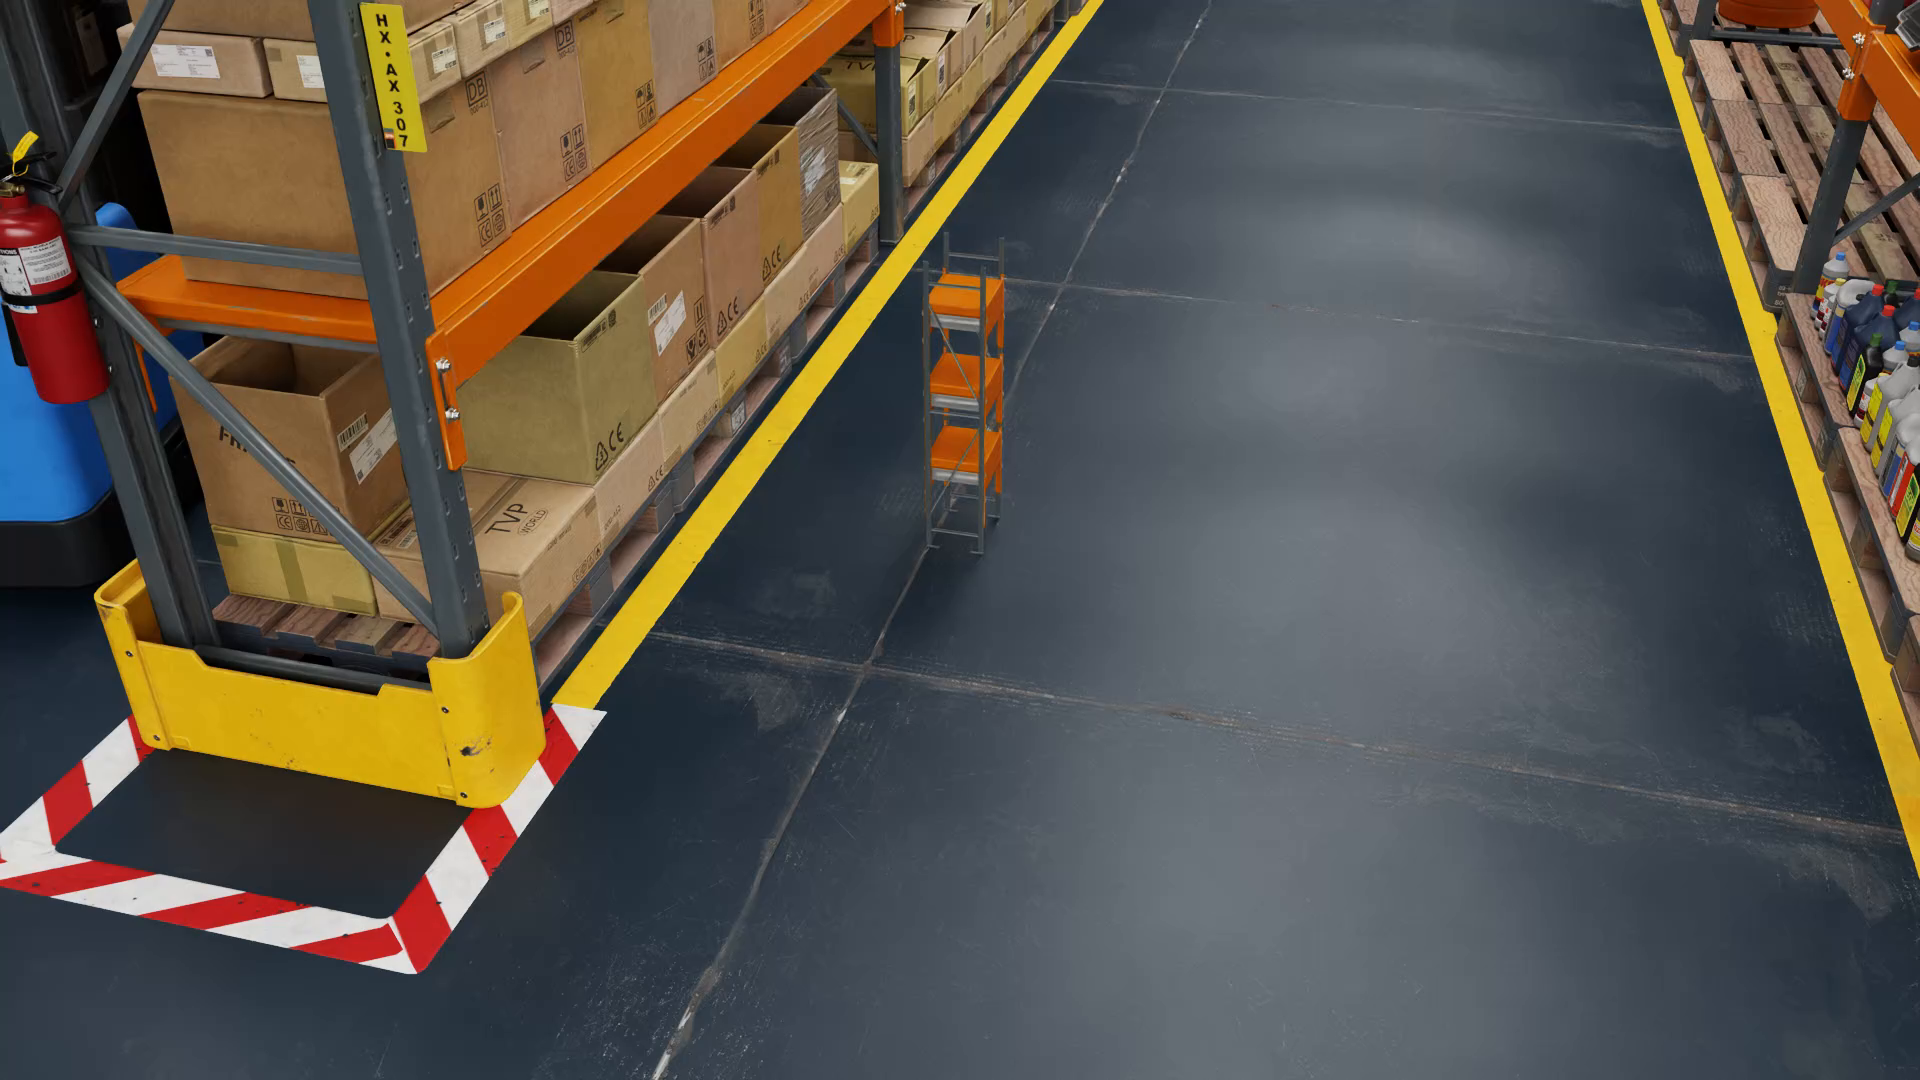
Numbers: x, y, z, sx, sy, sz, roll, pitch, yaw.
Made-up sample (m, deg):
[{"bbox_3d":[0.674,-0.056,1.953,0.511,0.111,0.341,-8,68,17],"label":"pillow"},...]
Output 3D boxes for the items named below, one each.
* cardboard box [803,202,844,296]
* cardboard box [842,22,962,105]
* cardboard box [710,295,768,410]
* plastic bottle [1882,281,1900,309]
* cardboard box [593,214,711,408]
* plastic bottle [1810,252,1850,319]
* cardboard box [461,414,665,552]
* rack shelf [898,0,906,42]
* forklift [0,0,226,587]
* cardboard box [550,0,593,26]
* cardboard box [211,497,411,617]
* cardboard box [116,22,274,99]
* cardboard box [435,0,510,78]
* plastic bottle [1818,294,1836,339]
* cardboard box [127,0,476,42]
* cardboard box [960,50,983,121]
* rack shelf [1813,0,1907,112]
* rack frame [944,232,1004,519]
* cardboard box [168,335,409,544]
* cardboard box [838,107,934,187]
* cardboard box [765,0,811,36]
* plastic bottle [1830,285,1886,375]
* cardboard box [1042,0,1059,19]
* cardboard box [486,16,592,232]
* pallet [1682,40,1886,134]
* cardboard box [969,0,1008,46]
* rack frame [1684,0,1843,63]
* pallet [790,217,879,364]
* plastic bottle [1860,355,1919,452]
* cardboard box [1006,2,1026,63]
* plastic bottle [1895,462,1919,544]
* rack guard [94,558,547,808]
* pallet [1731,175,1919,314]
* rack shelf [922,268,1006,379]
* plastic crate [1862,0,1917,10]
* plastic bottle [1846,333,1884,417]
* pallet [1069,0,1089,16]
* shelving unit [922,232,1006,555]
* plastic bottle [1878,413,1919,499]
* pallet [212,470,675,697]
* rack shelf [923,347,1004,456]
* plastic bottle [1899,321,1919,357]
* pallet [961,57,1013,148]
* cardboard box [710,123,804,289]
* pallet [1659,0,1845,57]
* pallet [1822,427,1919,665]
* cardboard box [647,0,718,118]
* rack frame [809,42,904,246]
[{"bbox_3d":[-0.814,-1.263,7.112,0.500,0.250,0.500,8,33,12],"label":"cardboard box"},{"bbox_3d":[-0.293,-2.468,8.484,0.500,0.311,0.500,8,33,12],"label":"cardboard box"},{"bbox_3d":[-1.053,-0.742,6.293,0.500,0.250,0.500,8,33,12],"label":"cardboard box"},{"bbox_3d":[3.562,-0.846,6.407,0.061,0.283,0.133,8,33,12],"label":"plastic bottle"},{"bbox_3d":[-1.196,-0.801,5.687,0.500,0.500,0.500,8,33,12],"label":"cardboard box"},{"bbox_3d":[3.514,-1.027,6.702,0.097,0.271,0.097,0,32,0],"label":"plastic bottle"},{"bbox_3d":[-1.312,-0.224,5.477,0.500,0.250,0.500,8,33,12],"label":"cardboard box"},{"bbox_3d":[-0.264,-3.509,9.144,1.077,0.370,4.000,8,33,12],"label":"rack shelf"},{"bbox_3d":[-3.267,-1.840,5.912,1.130,2.935,3.031,0,32,1],"label":"forklift"},{"bbox_3d":[-1.283,-1.586,4.752,0.380,0.149,0.250,8,33,12],"label":"cardboard box"},{"bbox_3d":[-1.936,-0.034,5.179,0.500,0.250,0.500,8,33,12],"label":"cardboard box"},{"bbox_3d":[-1.874,-1.239,4.205,0.380,0.149,0.250,7,33,12],"label":"cardboard box"},{"bbox_3d":[-1.414,-1.326,4.343,0.380,0.149,0.250,7,33,11],"label":"cardboard box"},{"bbox_3d":[3.463,-0.892,6.555,0.097,0.201,0.097,0,32,0],"label":"plastic bottle"},{"bbox_3d":[-1.642,-1.557,4.100,0.700,0.500,0.500,8,33,13],"label":"cardboard box"},{"bbox_3d":[-0.169,-2.501,9.060,0.500,0.250,0.500,7,33,11],"label":"cardboard box"},{"bbox_3d":[4.527,-2.832,8.080,1.077,0.370,4.000,8,33,12],"label":"rack shelf"},{"bbox_3d":[0.045,-0.534,5.612,0.200,1.050,0.008,8,33,12],"label":"rack frame"},{"bbox_3d":[-1.938,-0.351,4.979,0.500,0.500,0.500,8,33,12],"label":"cardboard box"},{"bbox_3d":[-0.429,-1.967,8.220,0.500,0.250,0.500,7,33,11],"label":"cardboard box"},{"bbox_3d":[-1.005,-2.311,6.496,0.700,0.500,0.500,8,33,12],"label":"cardboard box"},{"bbox_3d":[3.413,-0.804,6.277,0.144,0.351,0.185,9,34,14],"label":"plastic bottle"},{"bbox_3d":[0.346,-3.561,10.727,0.500,0.250,0.500,9,33,14],"label":"cardboard box"},{"bbox_3d":[-1.527,-1.255,4.835,0.700,0.500,0.500,9,34,14],"label":"cardboard box"},{"bbox_3d":[4.800,-2.600,9.644,1.003,0.211,1.213,8,33,12],"label":"pallet"},{"bbox_3d":[-0.036,-3.007,9.332,0.500,0.311,0.500,9,34,14],"label":"cardboard box"},{"bbox_3d":[5.034,-4.174,9.520,1.000,3.000,0.127,8,33,12],"label":"rack frame"},{"bbox_3d":[-1.014,-1.191,7.426,1.003,0.211,1.213,8,33,12],"label":"pallet"},{"bbox_3d":[3.257,-0.485,5.776,0.144,0.351,0.185,8,33,12],"label":"plastic bottle"},{"bbox_3d":[0.088,-3.032,9.896,0.500,0.250,0.500,9,33,13],"label":"cardboard box"},{"bbox_3d":[3.058,-0.138,5.292,0.061,0.283,0.133,9,33,14],"label":"plastic bottle"},{"bbox_3d":[-1.792,0.369,4.704,1.175,0.500,0.348,8,33,12],"label":"rack guard"},{"bbox_3d":[4.181,-1.334,7.652,1.003,0.211,1.213,8,33,12],"label":"pallet"},{"bbox_3d":[0.014,-0.701,5.365,0.215,0.259,0.240,8,33,12],"label":"rack shelf"},{"bbox_3d":[3.846,-2.418,6.698,0.402,0.464,0.583,8,33,12],"label":"plastic crate"},{"bbox_3d":[3.283,-0.597,6.015,0.061,0.283,0.133,9,34,15],"label":"plastic bottle"},{"bbox_3d":[0.470,-4.056,11.933,1.003,0.211,1.213,8,33,12],"label":"pallet"},{"bbox_3d":[0.014,-0.471,5.512,0.215,1.050,0.252,8,33,12],"label":"shelving unit"},{"bbox_3d":[3.172,-0.271,5.508,0.152,0.276,0.135,7,33,11],"label":"plastic bottle"},{"bbox_3d":[-1.633,0.075,5.435,1.003,0.211,1.213,8,33,12],"label":"pallet"},{"bbox_3d":[0.014,-0.462,5.518,0.215,0.259,0.240,8,33,12],"label":"rack shelf"},{"bbox_3d":[3.493,-0.678,6.154,0.097,0.271,0.097,0,32,0],"label":"plastic bottle"},{"bbox_3d":[-0.314,-2.621,9.675,1.003,0.211,1.213,8,33,12],"label":"pallet"},{"bbox_3d":[-0.939,-1.320,6.502,0.500,0.500,0.500,8,33,12],"label":"cardboard box"},{"bbox_3d":[5.194,-3.412,10.920,1.003,0.211,1.213,8,33,12],"label":"pallet"},{"bbox_3d":[3.501,0.056,5.464,1.003,0.211,1.213,8,33,12],"label":"pallet"},{"bbox_3d":[-1.265,-1.785,5.669,0.700,0.500,0.500,9,34,14],"label":"cardboard box"},{"bbox_3d":[-0.771,-2.775,7.318,1.000,3.000,0.127,8,33,12],"label":"rack frame"}]
